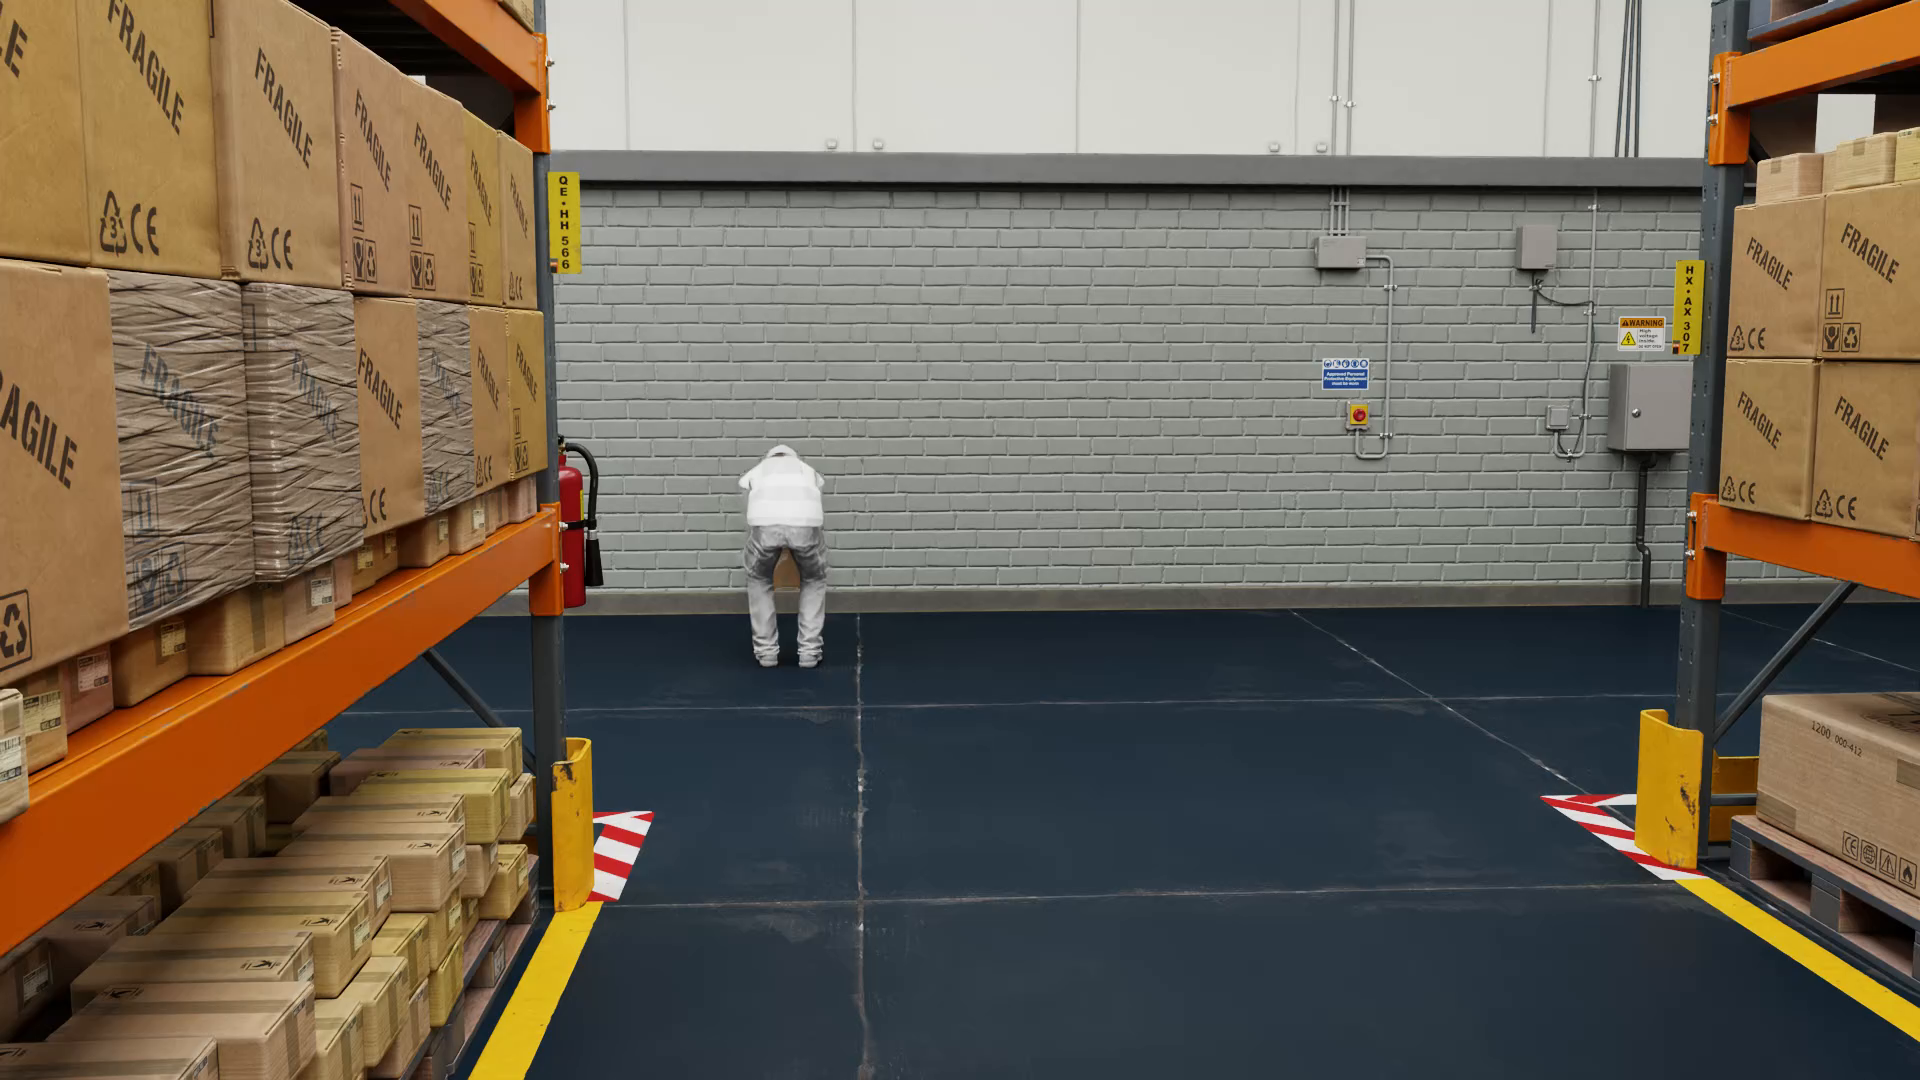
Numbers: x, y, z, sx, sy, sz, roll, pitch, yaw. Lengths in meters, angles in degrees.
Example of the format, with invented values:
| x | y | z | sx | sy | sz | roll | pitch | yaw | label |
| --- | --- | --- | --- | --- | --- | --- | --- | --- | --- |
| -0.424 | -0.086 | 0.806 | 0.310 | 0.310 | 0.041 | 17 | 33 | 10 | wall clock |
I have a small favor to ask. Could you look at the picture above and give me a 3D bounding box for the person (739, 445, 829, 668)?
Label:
| x | y | z | sx | sy | sz | roll | pitch | yaw | label |
| --- | --- | --- | --- | --- | --- | --- | --- | --- | --- |
| -1.034 | 0.082 | 9.763 | 0.516 | 1.238 | 0.953 | -1 | 7 | -6 | person |
